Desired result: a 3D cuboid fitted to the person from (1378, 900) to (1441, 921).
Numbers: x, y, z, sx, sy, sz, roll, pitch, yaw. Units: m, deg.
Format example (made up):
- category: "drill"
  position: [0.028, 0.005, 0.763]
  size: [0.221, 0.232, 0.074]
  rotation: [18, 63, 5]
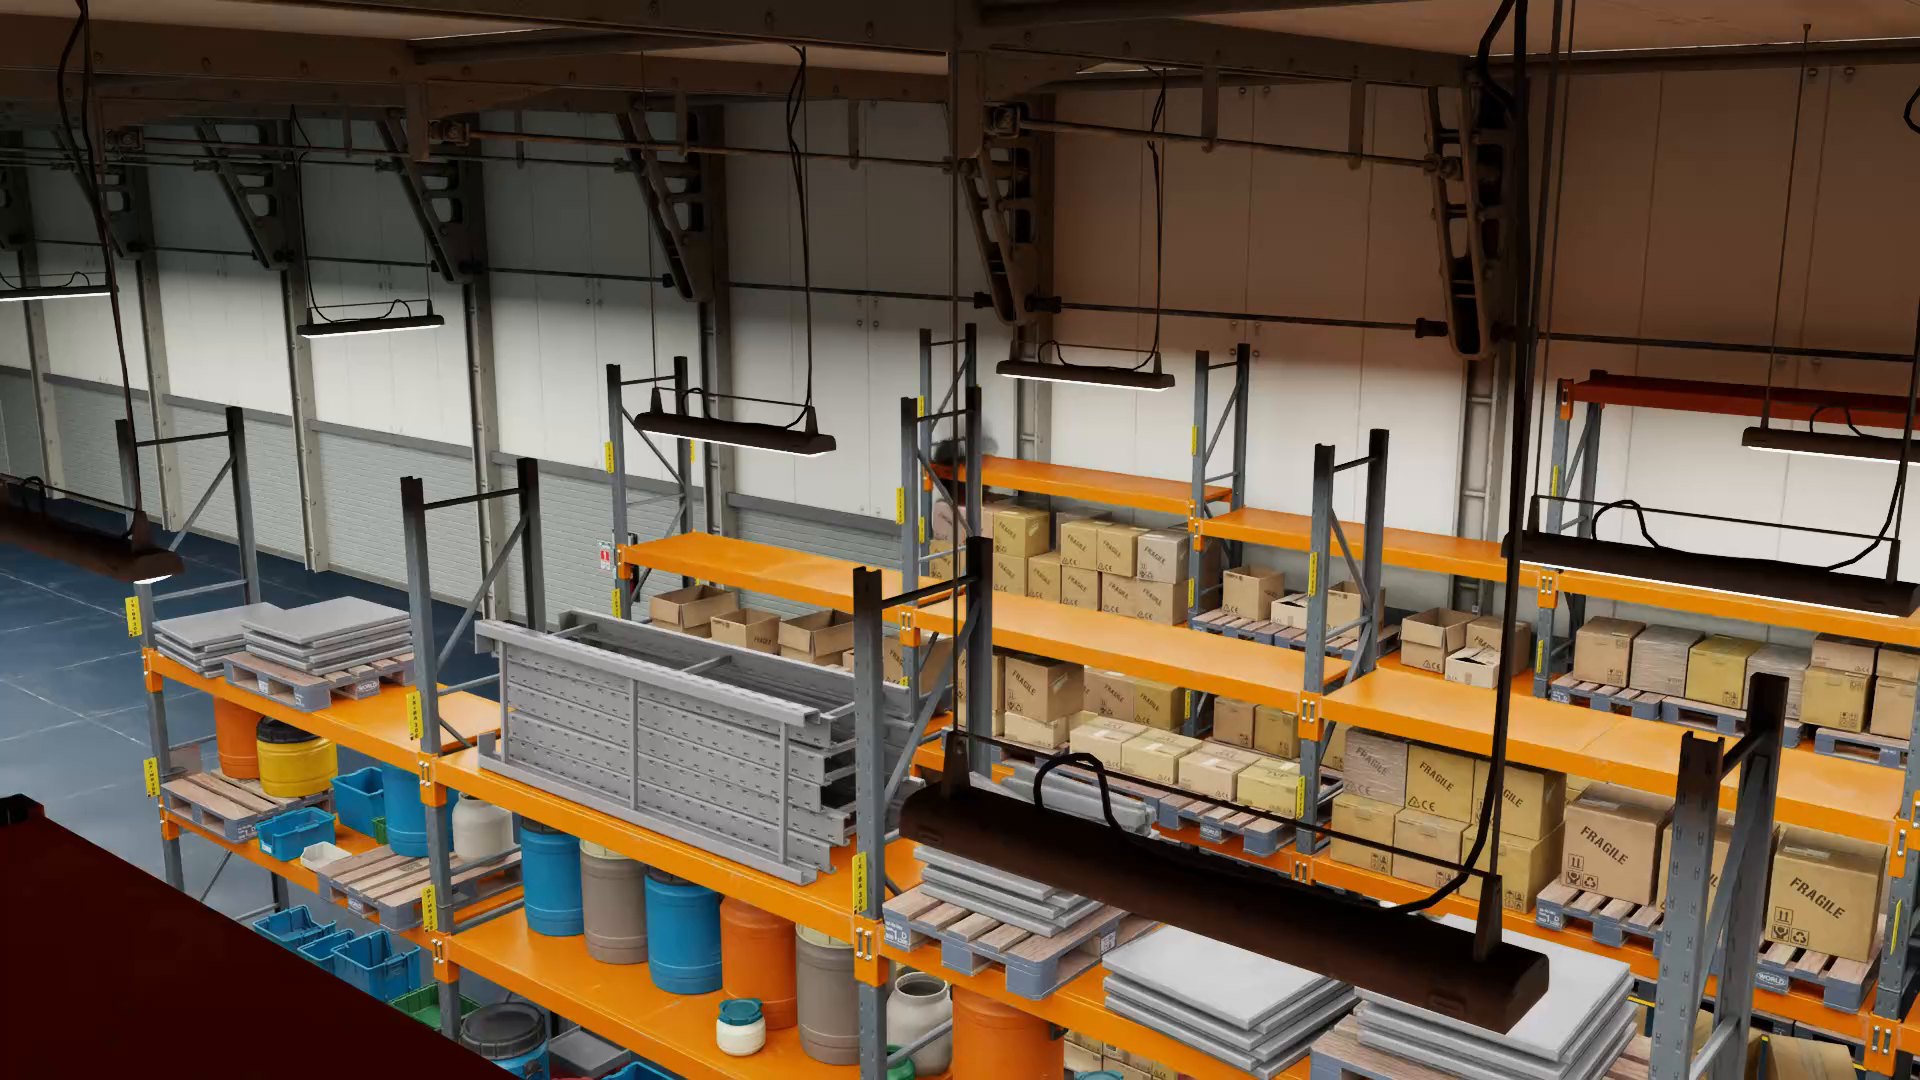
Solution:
- category: "person"
  position: [4.000, 3.876, 15.144]
  size: [0.859, 1.825, 0.683]
  rotation: [11, 17, 40]
